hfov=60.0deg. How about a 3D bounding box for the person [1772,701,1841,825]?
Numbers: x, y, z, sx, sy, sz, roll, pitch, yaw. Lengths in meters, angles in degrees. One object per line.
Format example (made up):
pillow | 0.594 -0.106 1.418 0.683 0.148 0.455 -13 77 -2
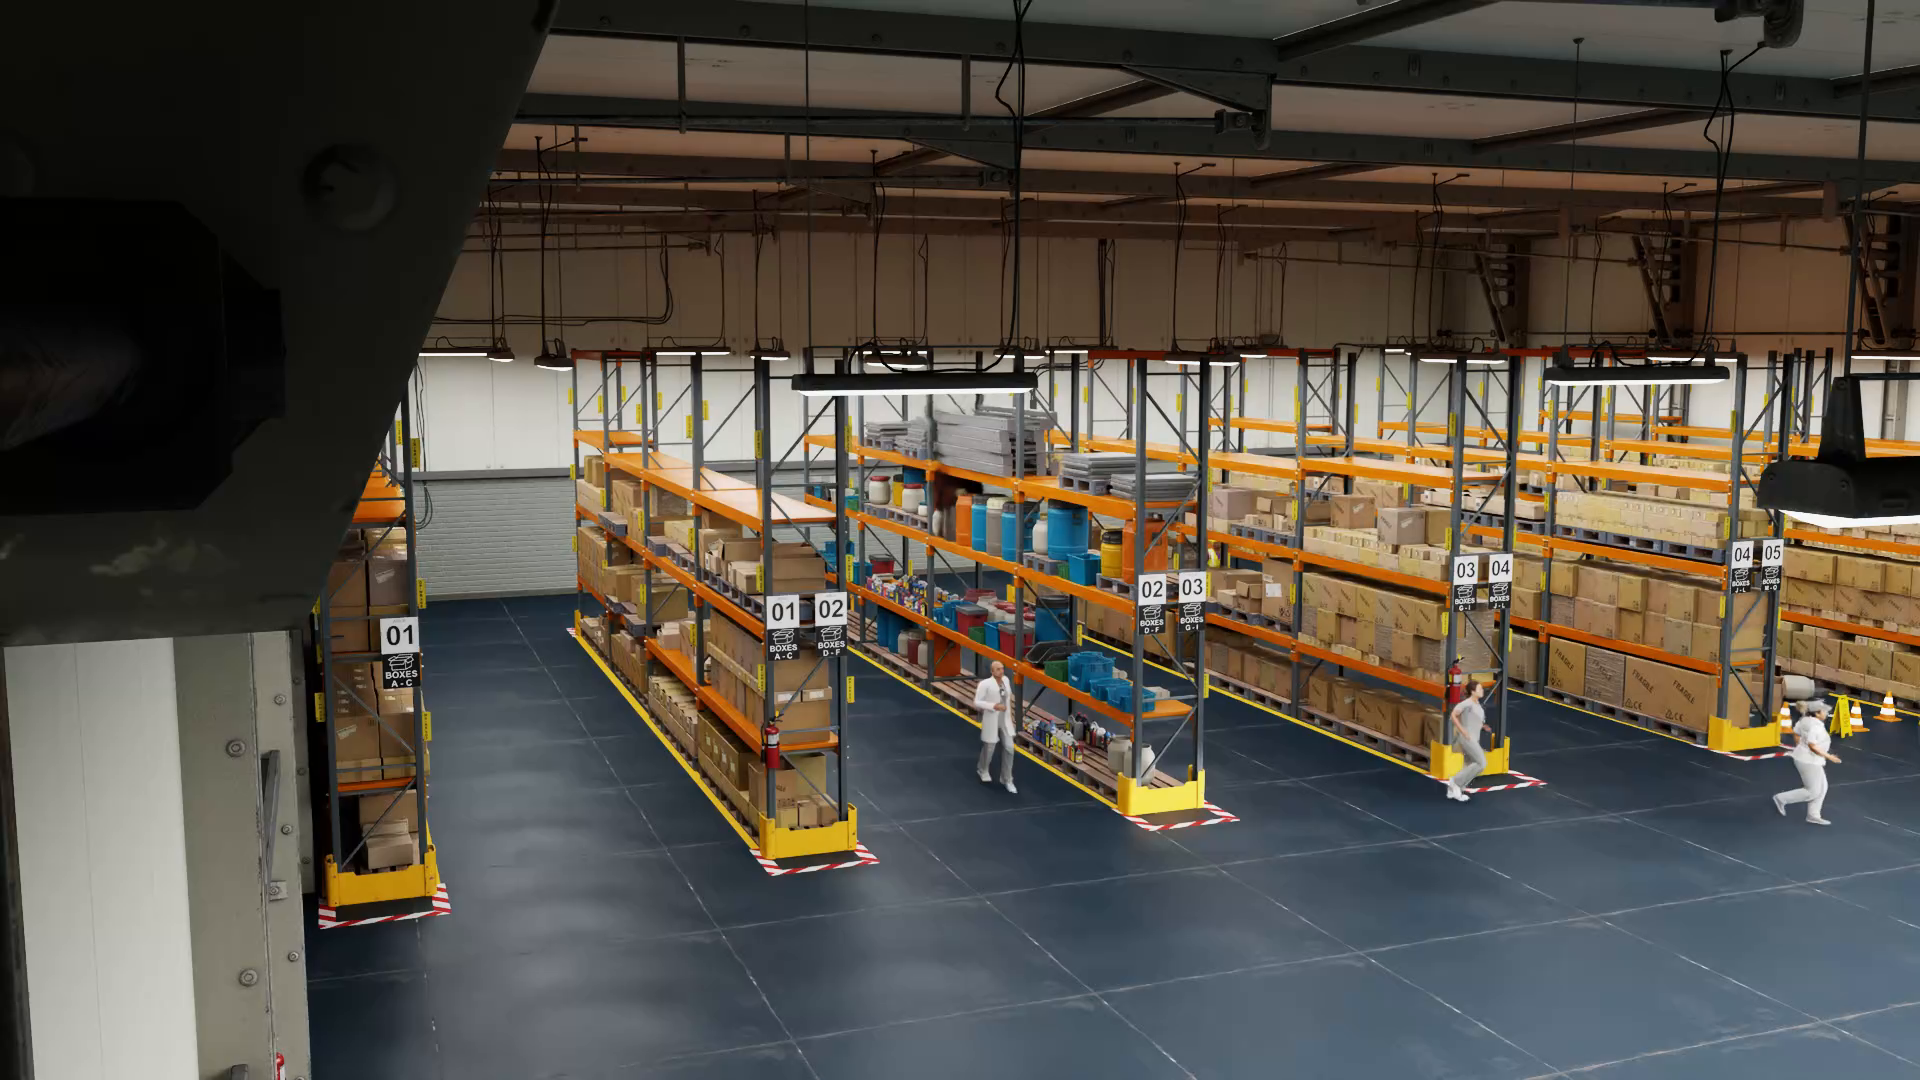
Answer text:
person | 10.891 2.870 21.469 0.754 1.634 0.597 1 7 12

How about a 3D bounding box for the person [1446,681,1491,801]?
person | 6.948 2.718 22.610 0.546 1.627 0.561 4 8 31

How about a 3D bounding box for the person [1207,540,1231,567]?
person | 5.715 0.828 37.183 0.677 1.822 0.801 -3 8 -25

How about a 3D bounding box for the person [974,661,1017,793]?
person | 0.473 2.585 23.167 0.684 1.843 0.864 -3 8 -26
